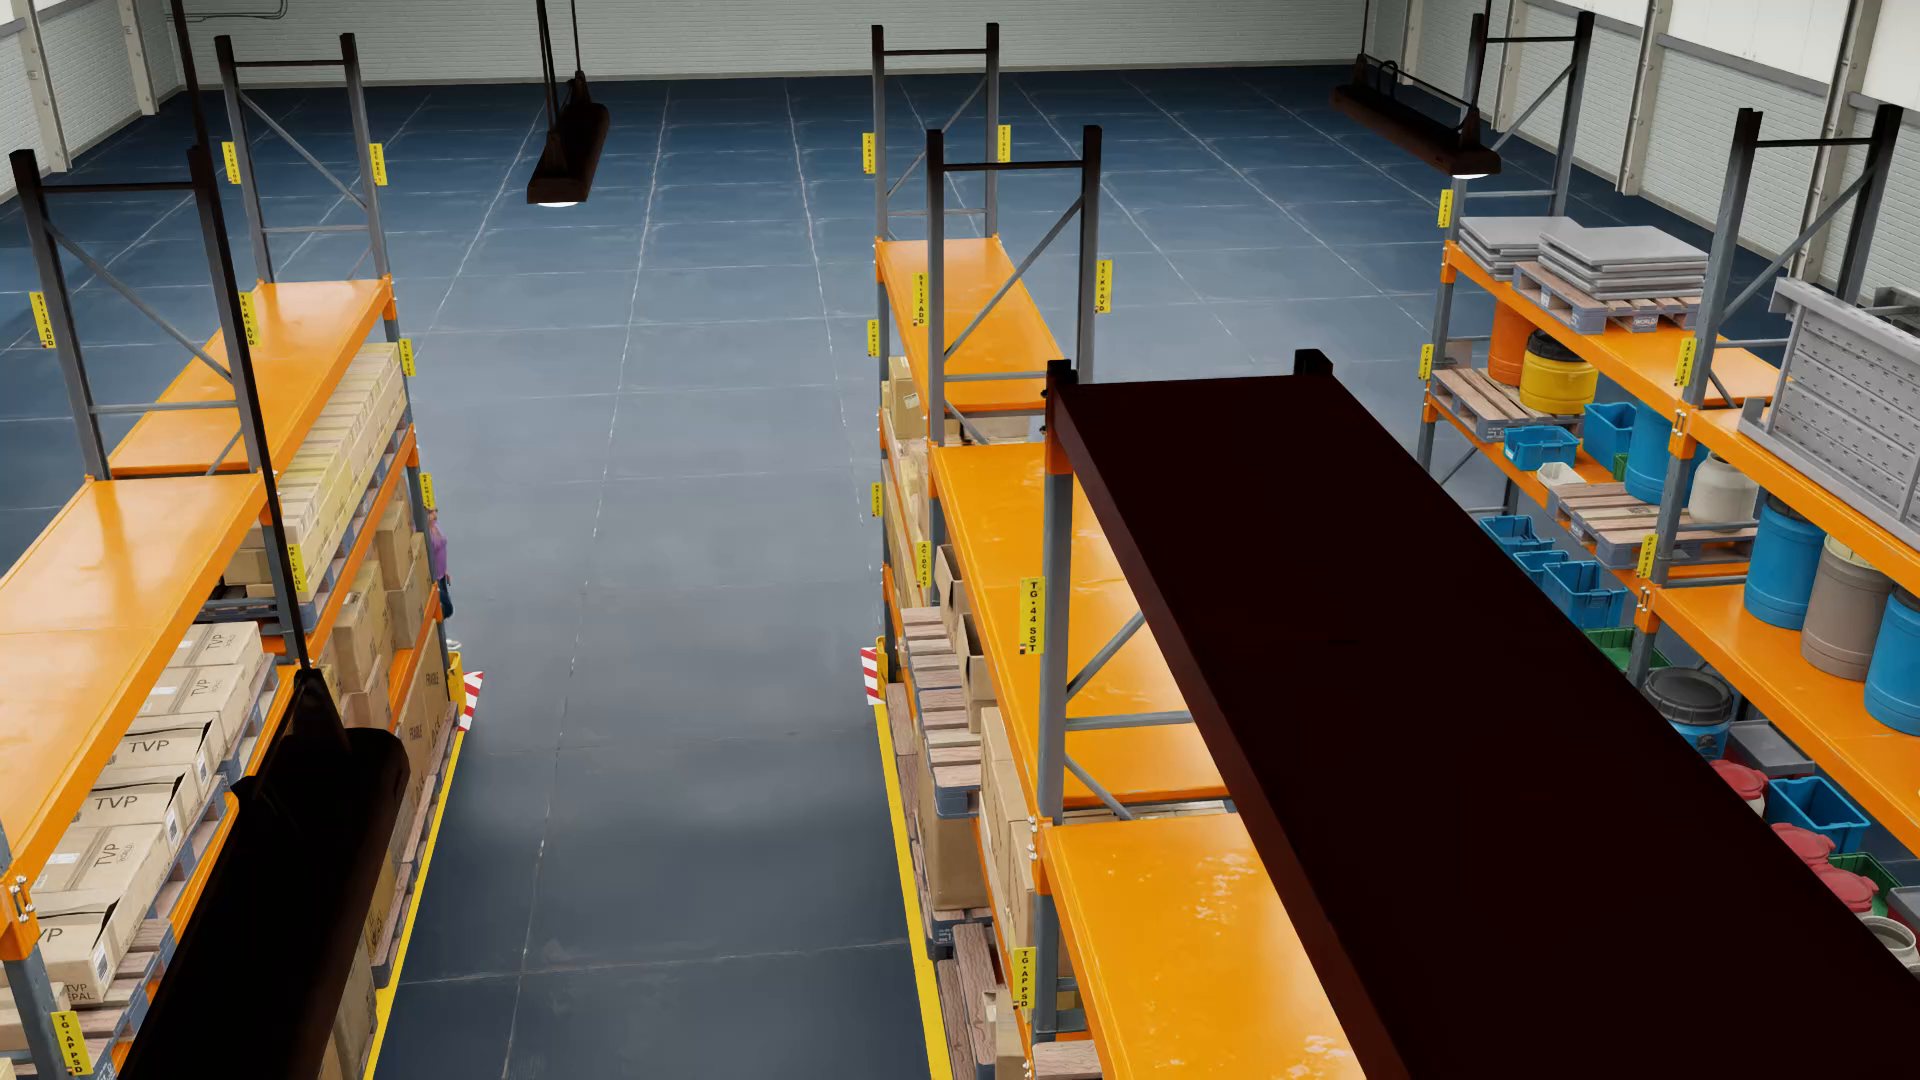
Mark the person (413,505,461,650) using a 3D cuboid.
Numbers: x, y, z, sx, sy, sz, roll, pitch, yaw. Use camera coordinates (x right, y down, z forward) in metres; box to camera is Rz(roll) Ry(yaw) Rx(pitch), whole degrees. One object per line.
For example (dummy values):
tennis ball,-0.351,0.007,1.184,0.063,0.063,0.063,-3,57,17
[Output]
person,-5.089,0.355,15.880,0.463,1.585,0.416,-1,26,-2
